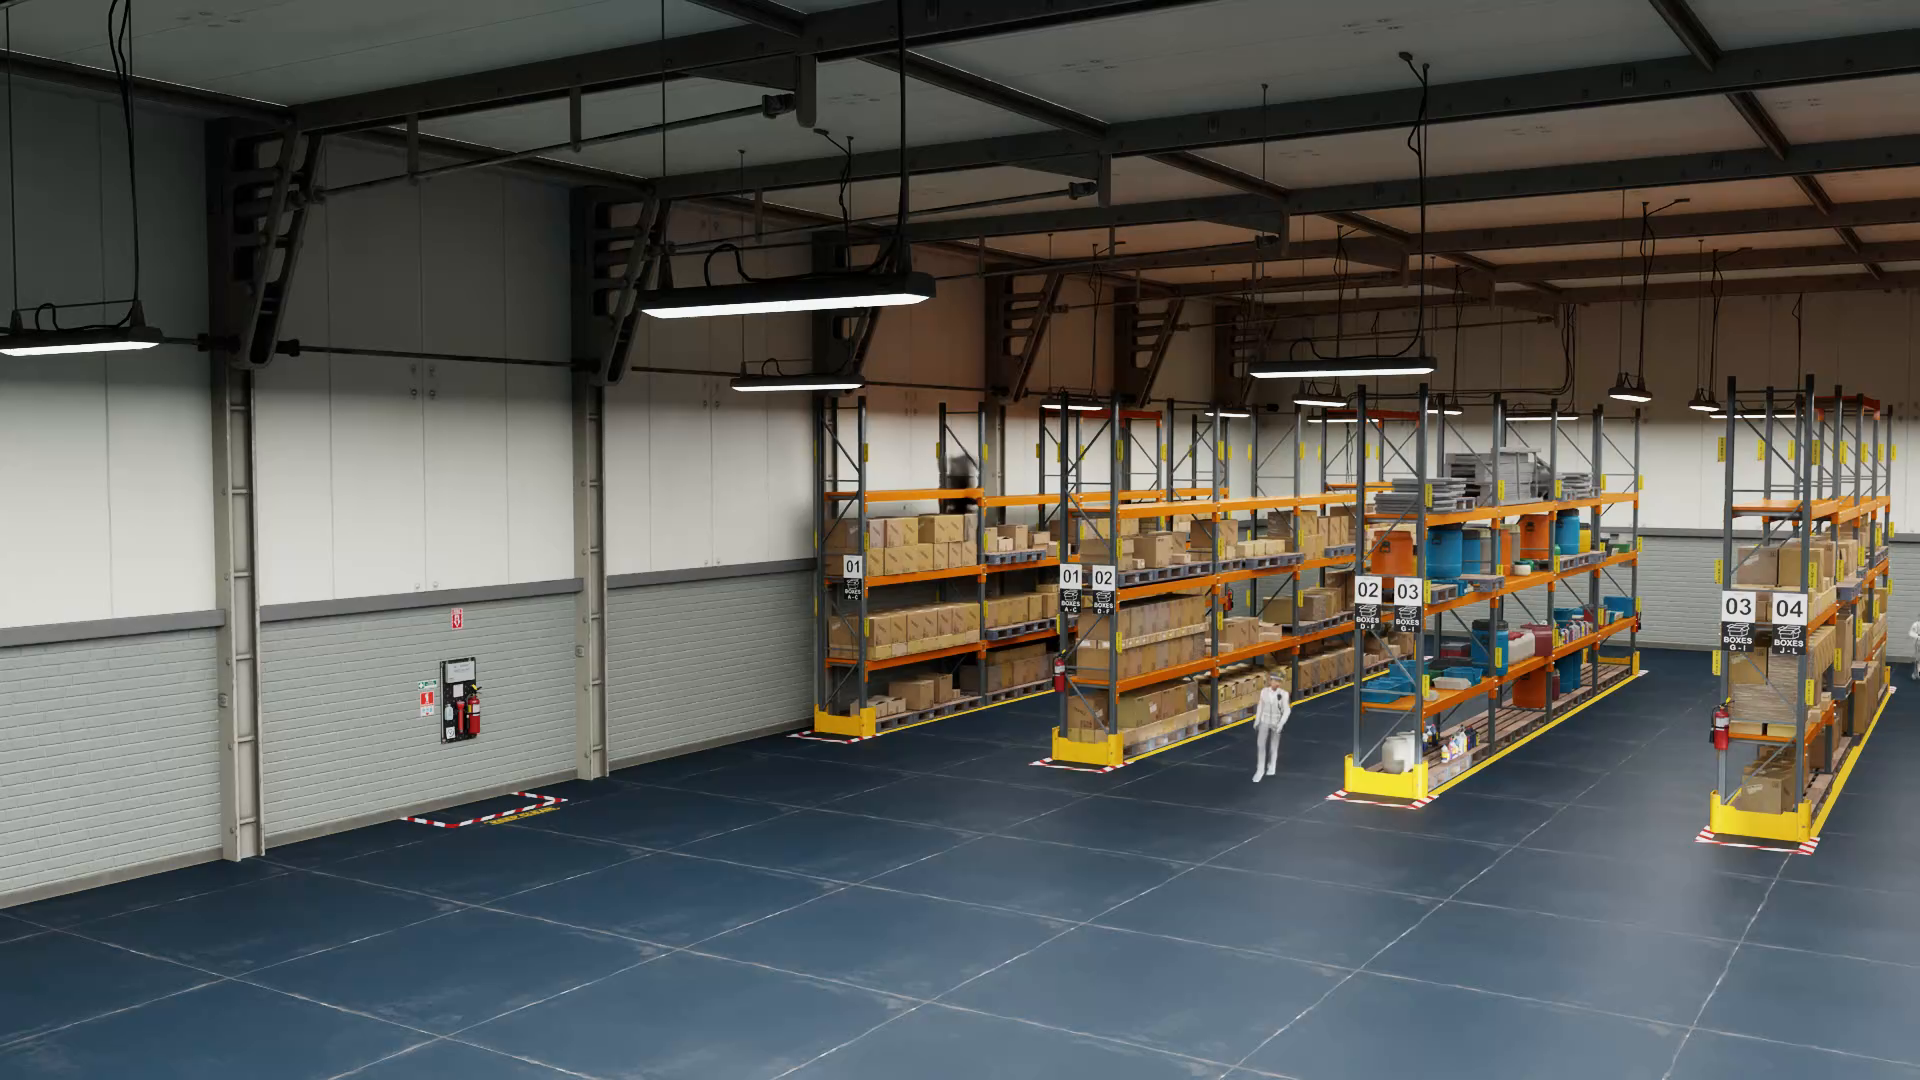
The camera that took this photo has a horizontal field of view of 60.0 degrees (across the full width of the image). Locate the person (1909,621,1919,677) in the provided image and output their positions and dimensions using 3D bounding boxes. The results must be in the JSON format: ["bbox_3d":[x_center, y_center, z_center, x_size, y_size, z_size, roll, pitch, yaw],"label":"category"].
[{"bbox_3d":[21.067,2.337,36.348,0.662,1.611,0.947,1,3,18],"label":"person"}]

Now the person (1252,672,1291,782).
[{"bbox_3d":[4.772,2.829,25.418,0.562,1.664,0.675,1,3,14],"label":"person"}]

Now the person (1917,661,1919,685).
[{"bbox_3d":[17.077,2.593,28.979,0.662,1.752,0.717,1,3,26],"label":"person"}]

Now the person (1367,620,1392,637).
[{"bbox_3d":[10.665,1.906,42.227,0.690,1.837,0.877,-2,3,-31],"label":"person"}]
